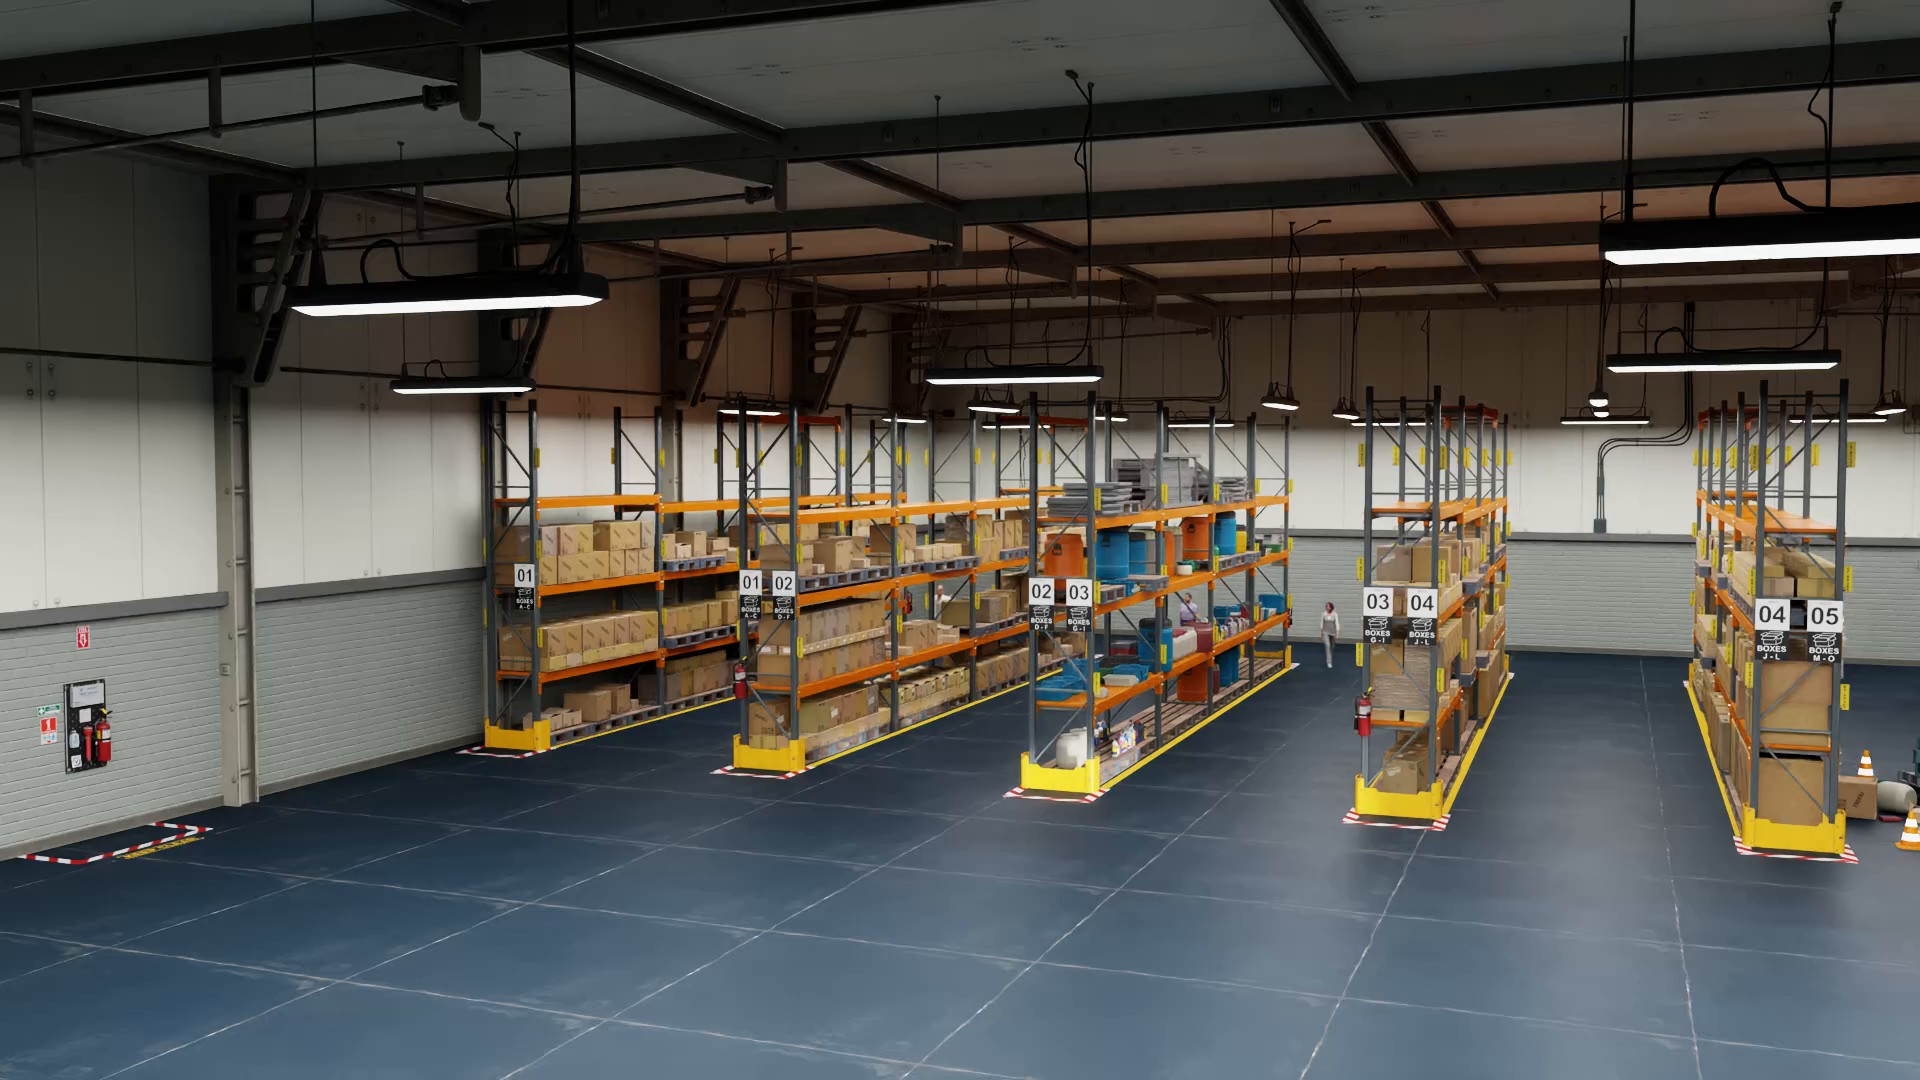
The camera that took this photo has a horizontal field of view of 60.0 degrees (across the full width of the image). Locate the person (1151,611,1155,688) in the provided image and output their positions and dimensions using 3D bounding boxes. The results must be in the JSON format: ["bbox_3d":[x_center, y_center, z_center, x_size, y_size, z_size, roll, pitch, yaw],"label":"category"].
[{"bbox_3d":[4.327,2.349,36.195,0.609,1.793,0.398,0,3,-9],"label":"person"}]

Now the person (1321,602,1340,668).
[{"bbox_3d":[8.853,2.248,39.783,0.409,1.540,0.967,0,3,2],"label":"person"}]

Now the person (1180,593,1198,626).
[{"bbox_3d":[5.751,2.127,41.876,0.503,1.588,1.022,1,3,19],"label":"person"}]

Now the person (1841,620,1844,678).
[{"bbox_3d":[19.683,2.338,37.545,0.506,1.725,0.514,0,3,-4],"label":"person"}]

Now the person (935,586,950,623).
[{"bbox_3d":[-0.543,2.026,42.318,0.672,1.718,1.102,1,3,22],"label":"person"}]
